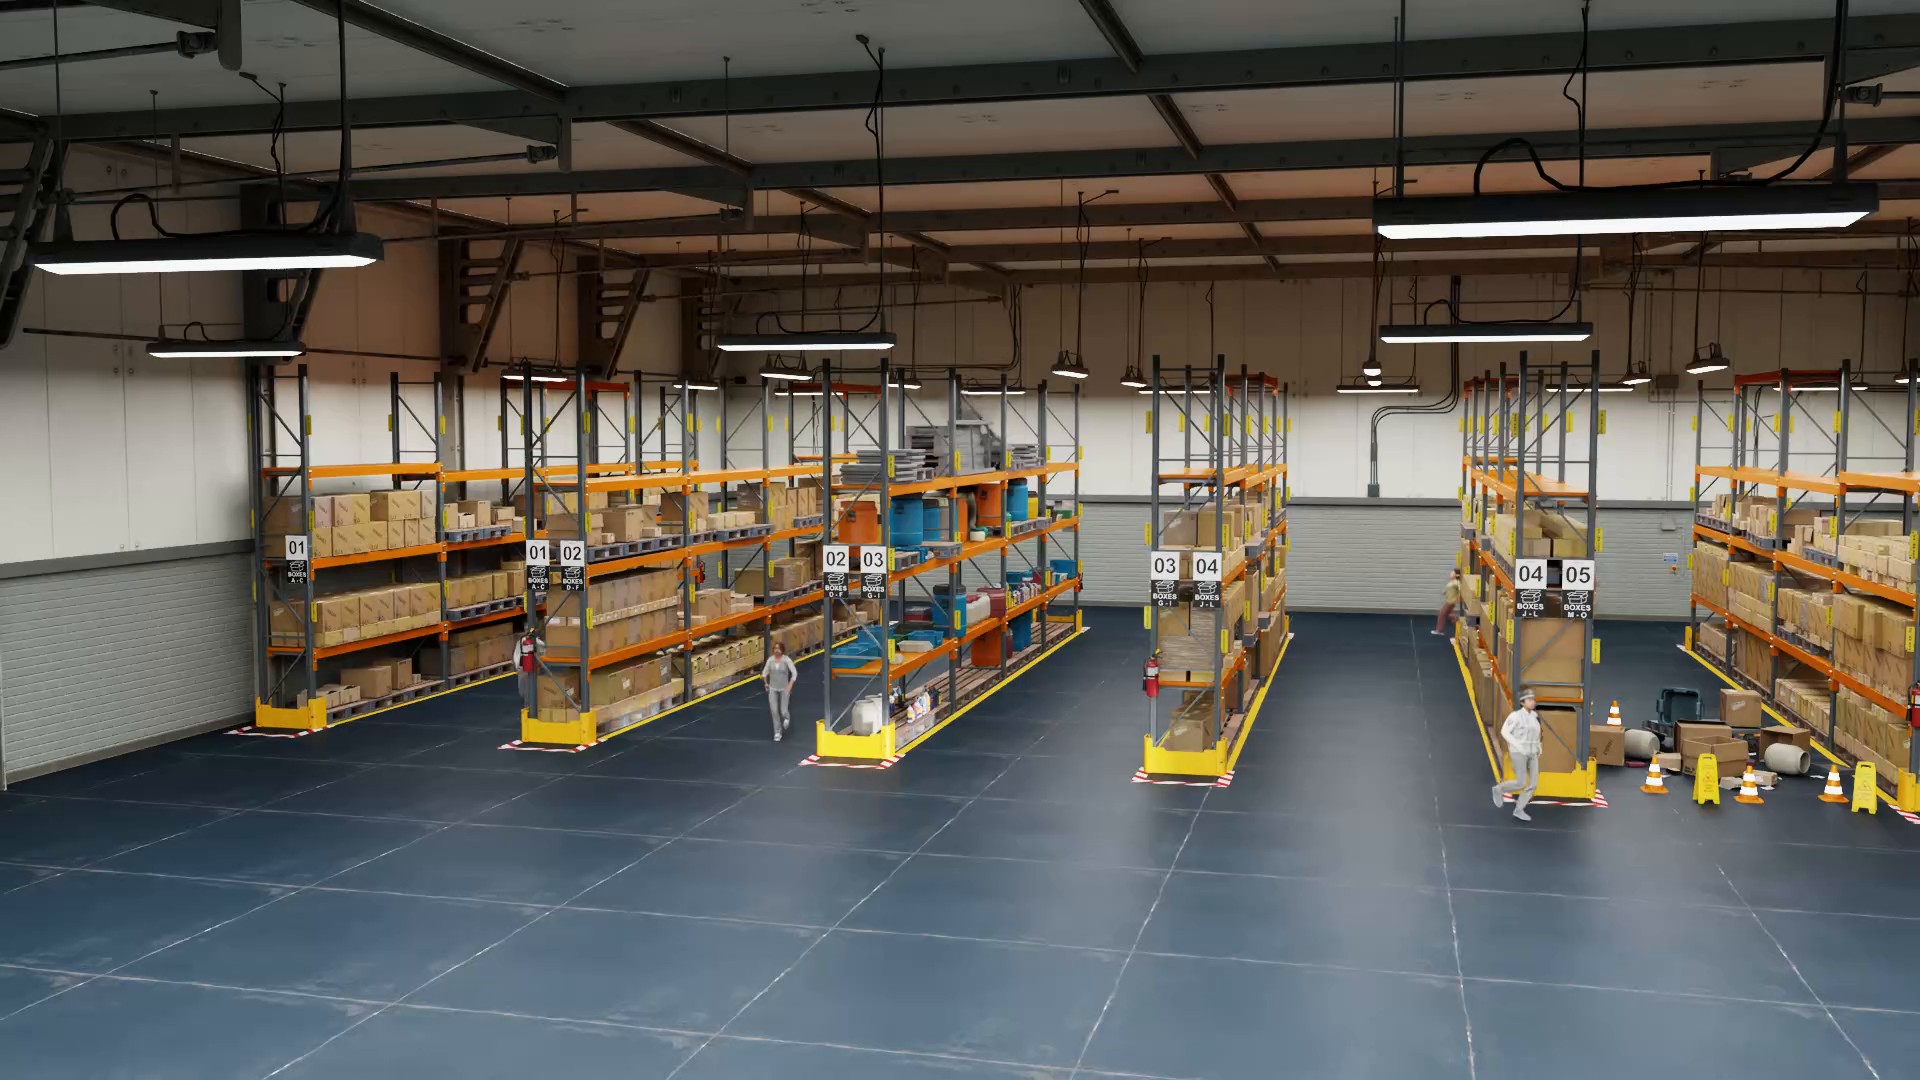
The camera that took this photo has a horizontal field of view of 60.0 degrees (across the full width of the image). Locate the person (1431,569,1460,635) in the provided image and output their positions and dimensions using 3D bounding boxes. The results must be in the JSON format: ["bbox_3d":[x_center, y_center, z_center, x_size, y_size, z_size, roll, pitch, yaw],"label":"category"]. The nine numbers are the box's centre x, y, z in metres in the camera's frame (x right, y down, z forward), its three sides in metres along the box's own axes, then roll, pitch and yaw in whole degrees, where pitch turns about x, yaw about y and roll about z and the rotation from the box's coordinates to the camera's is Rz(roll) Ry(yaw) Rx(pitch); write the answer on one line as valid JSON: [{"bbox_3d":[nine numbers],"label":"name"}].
[{"bbox_3d":[11.597,1.473,39.344,0.817,1.617,0.641,1,4,8],"label":"person"}]

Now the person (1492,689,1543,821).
[{"bbox_3d":[7.182,2.716,21.294,0.647,1.659,0.583,-2,4,-27],"label":"person"}]

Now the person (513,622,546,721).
[{"bbox_3d":[-7.309,2.214,28.301,0.611,1.670,0.720,0,4,6],"label":"person"}]

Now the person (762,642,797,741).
[{"bbox_3d":[-2.885,2.394,26.590,0.571,1.561,0.638,0,4,4],"label":"person"}]
